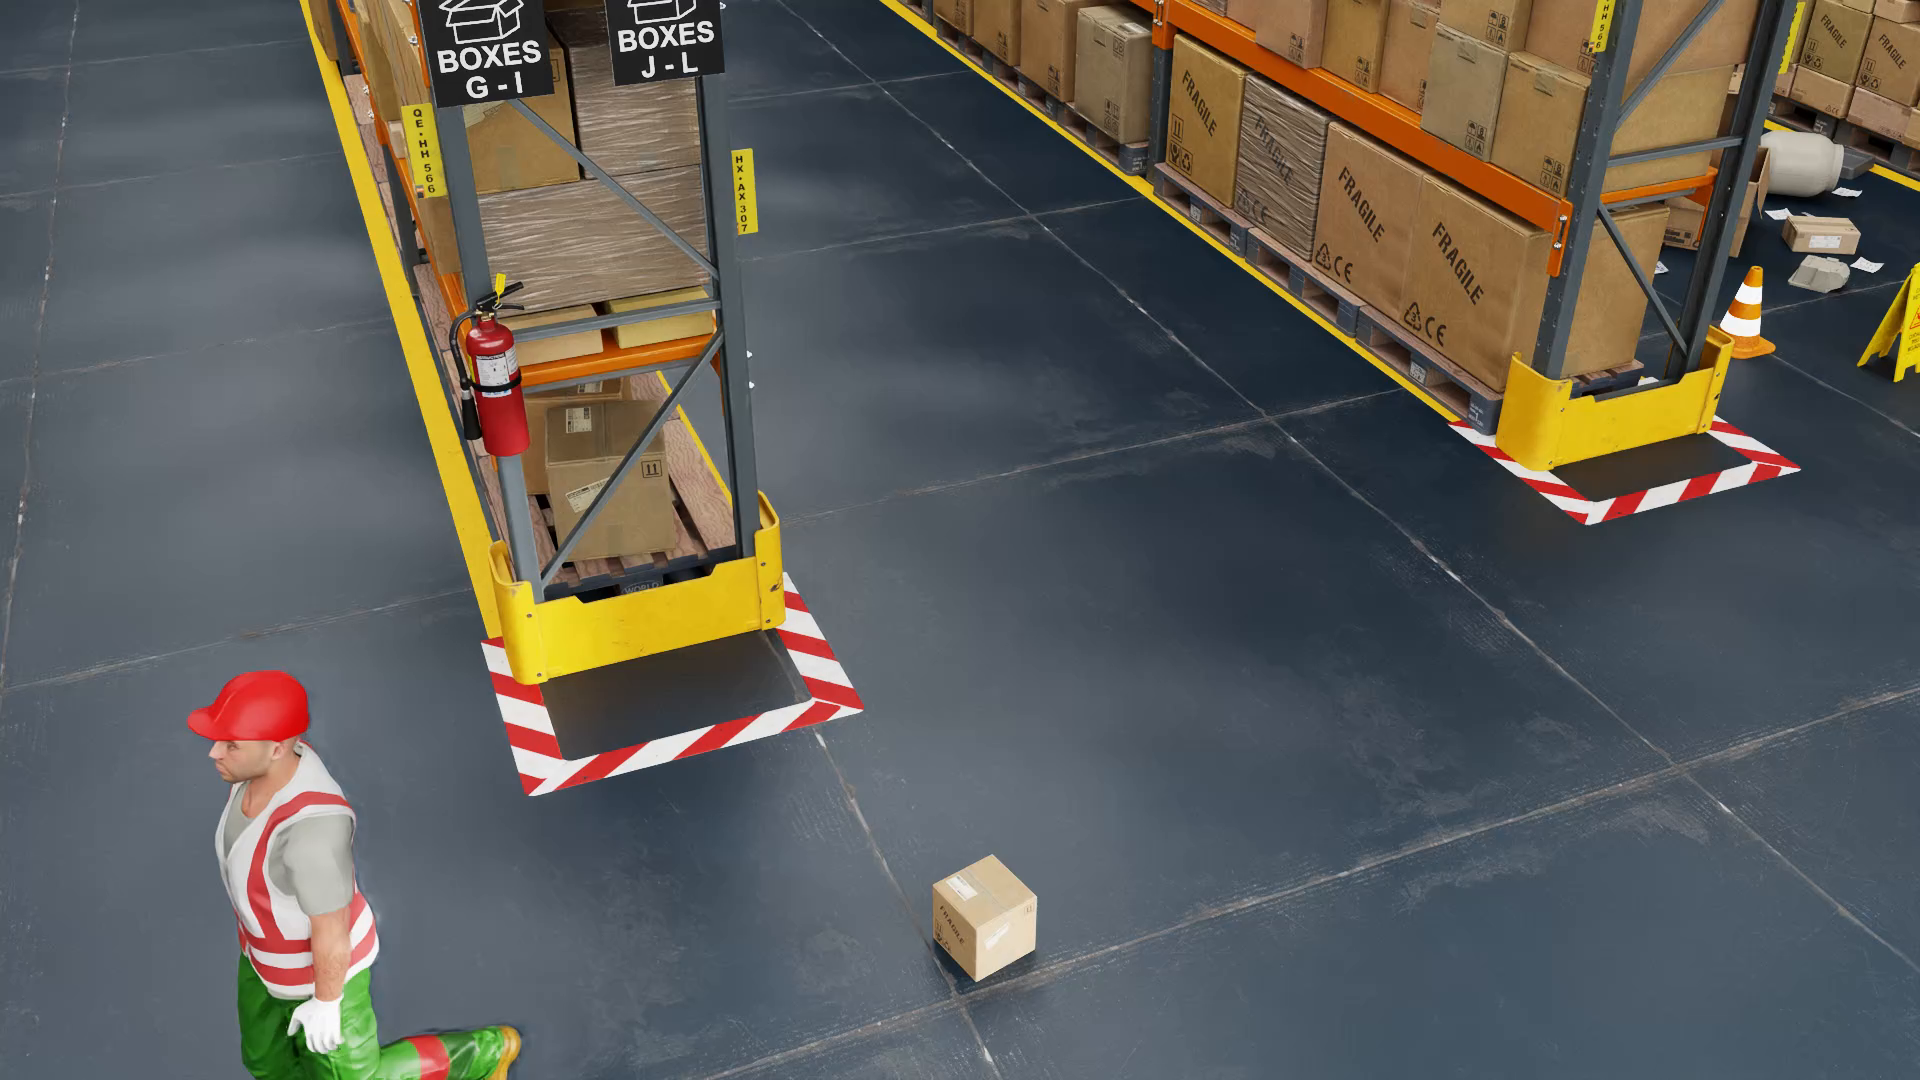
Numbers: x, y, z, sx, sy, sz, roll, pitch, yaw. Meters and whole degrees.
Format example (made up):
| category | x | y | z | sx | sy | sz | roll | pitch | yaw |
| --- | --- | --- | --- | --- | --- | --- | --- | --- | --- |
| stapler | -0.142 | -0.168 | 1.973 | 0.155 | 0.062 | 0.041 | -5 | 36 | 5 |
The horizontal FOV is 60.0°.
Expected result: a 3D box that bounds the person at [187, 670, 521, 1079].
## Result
| category | x | y | z | sx | sy | sz | roll | pitch | yaw |
| --- | --- | --- | --- | --- | --- | --- | --- | --- | --- |
| person | -1.686 | 1.074 | 4.460 | 0.811 | 1.762 | 0.529 | -24 | 40 | -32 |
